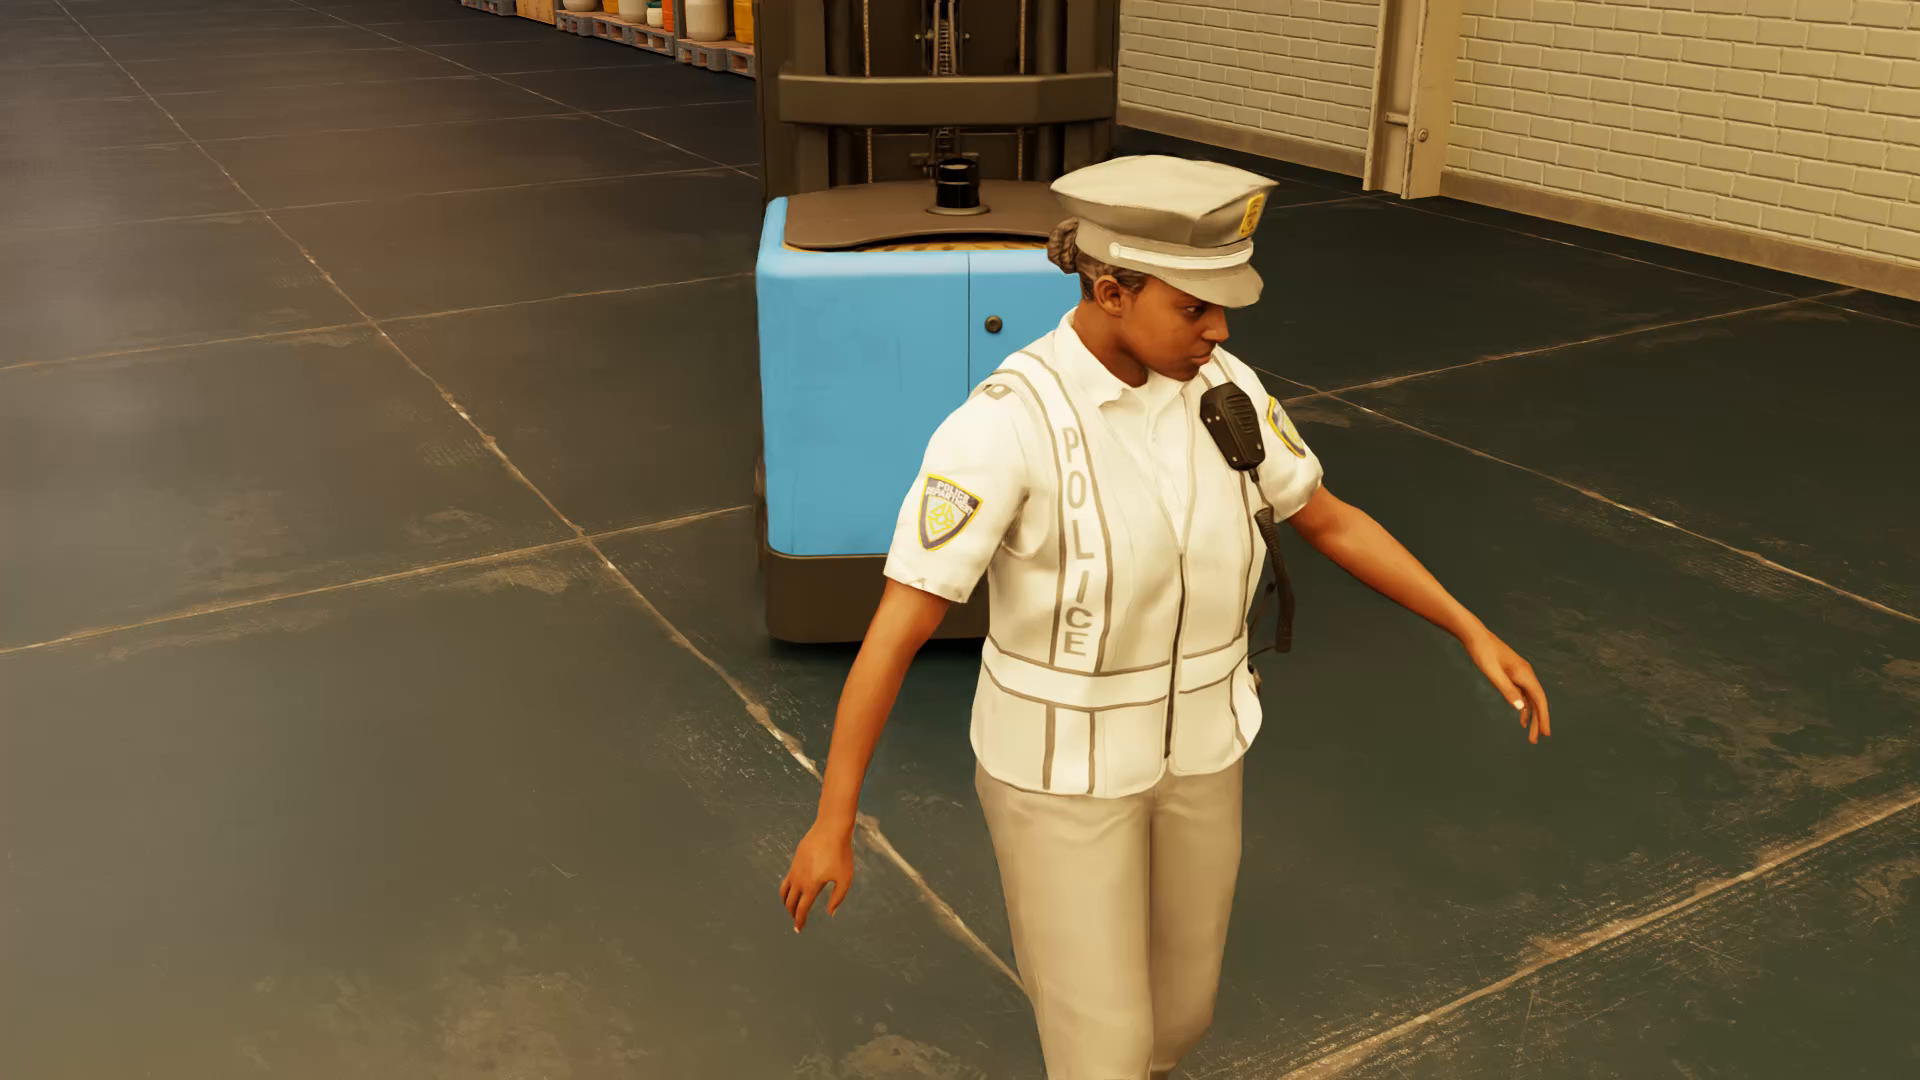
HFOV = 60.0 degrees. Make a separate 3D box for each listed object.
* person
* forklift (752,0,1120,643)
[{"bbox_3d":[0.231,0.368,2.154,0.915,1.681,0.614,-12,25,-26],"label":"person"},{"bbox_3d":[-0.088,-1.607,5.190,1.130,2.935,3.031,-2,22,-4],"label":"forklift"}]
